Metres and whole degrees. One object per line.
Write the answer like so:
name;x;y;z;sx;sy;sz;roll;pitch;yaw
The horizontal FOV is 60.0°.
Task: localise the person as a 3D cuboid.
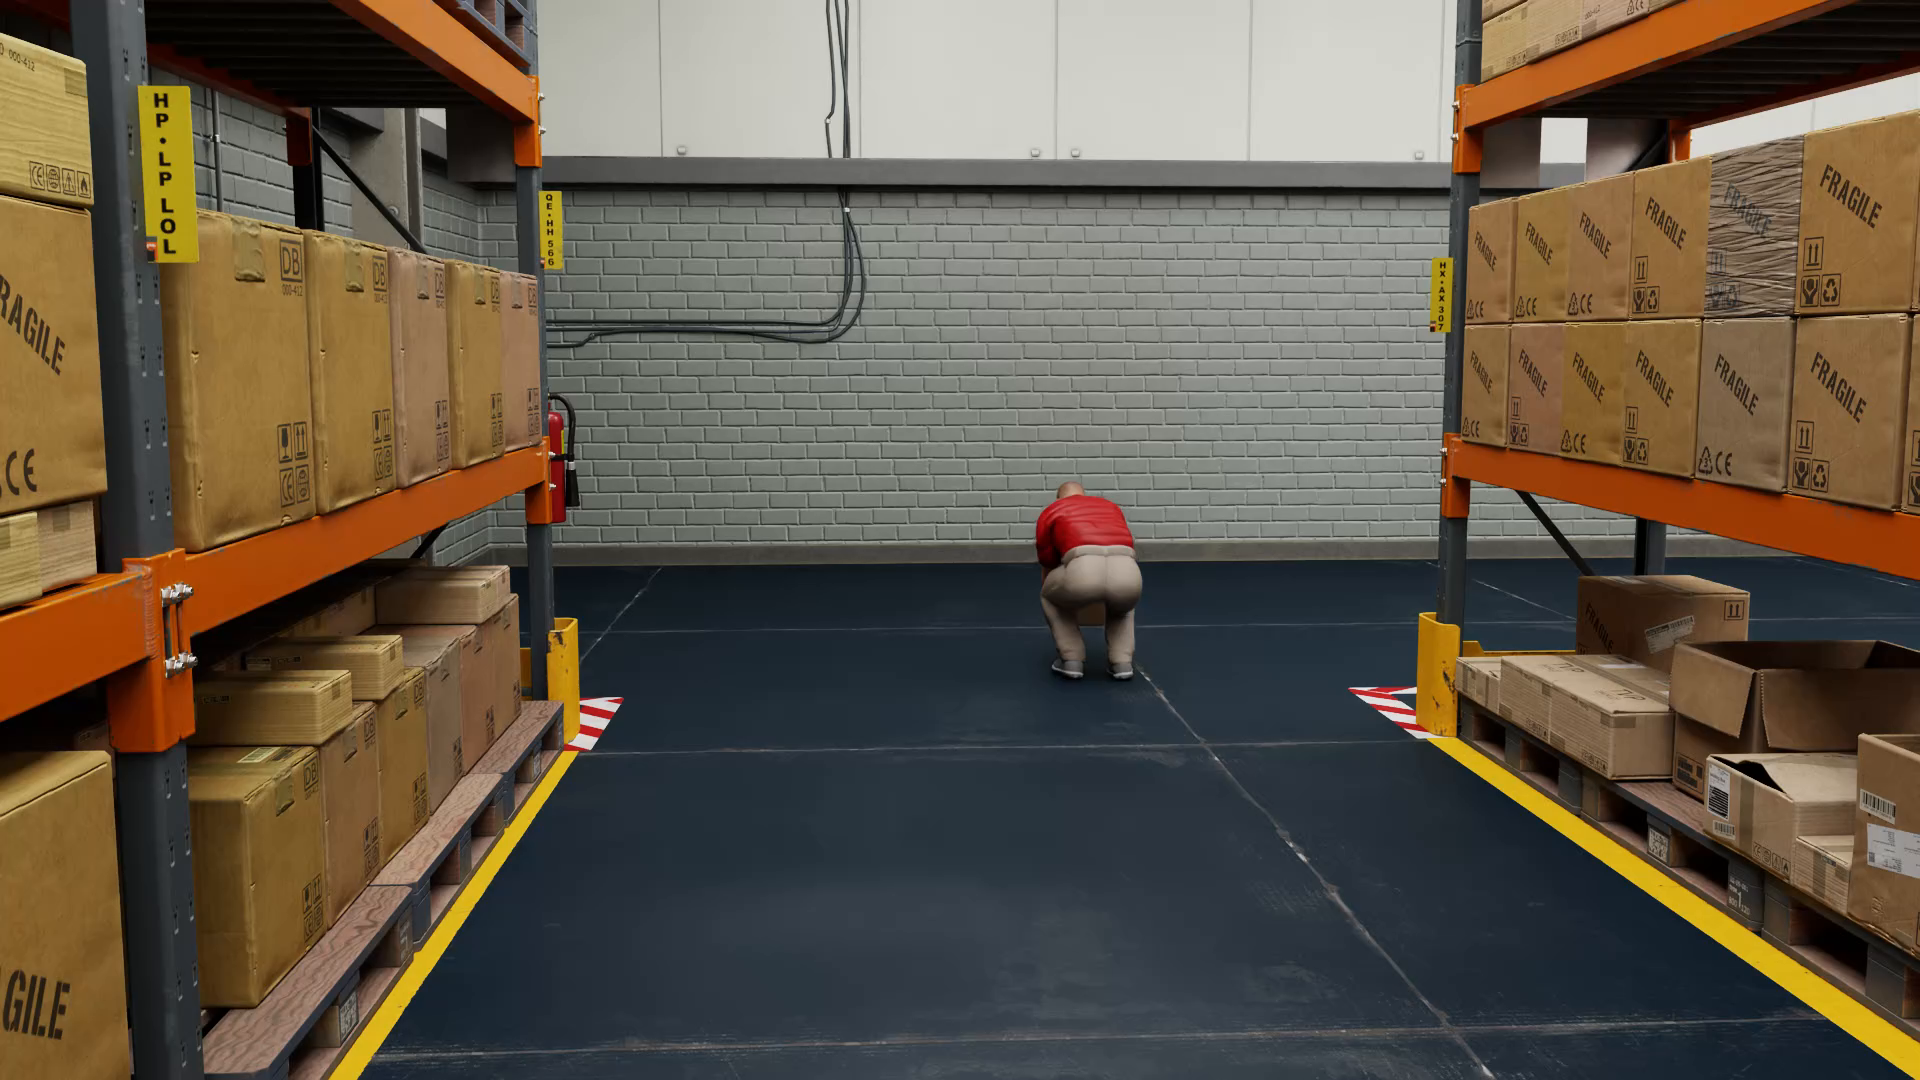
person;0.677;0.210;8.755;0.528;0.980;0.903;-1;7;-5
